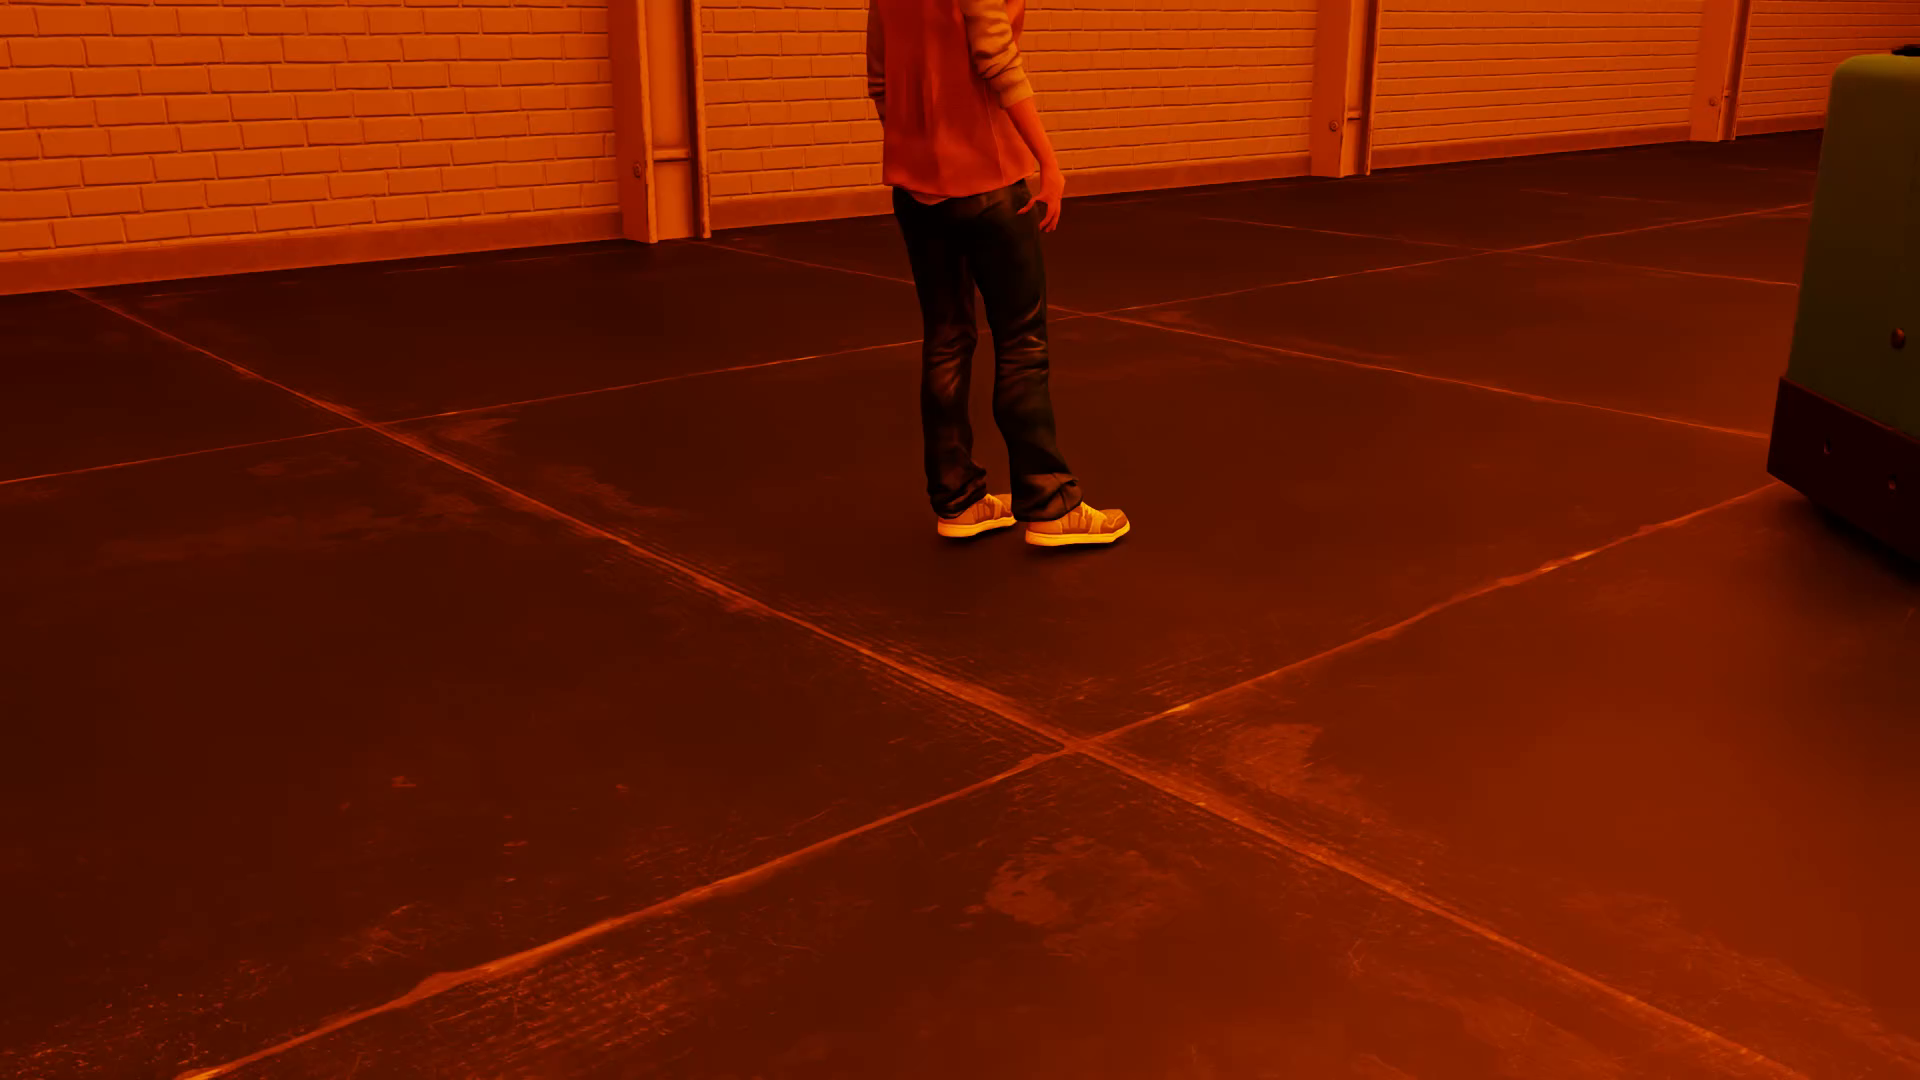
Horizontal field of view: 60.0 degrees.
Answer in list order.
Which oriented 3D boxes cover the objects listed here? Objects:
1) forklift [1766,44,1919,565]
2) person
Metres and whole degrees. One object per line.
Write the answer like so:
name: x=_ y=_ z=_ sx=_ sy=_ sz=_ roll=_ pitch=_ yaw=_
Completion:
forklift: x=3.510 y=-1.352 z=3.262 sx=3.031 sy=2.935 sz=1.130 roll=1 pitch=17 yaw=2
person: x=0.068 y=-0.779 z=3.641 sx=0.476 sy=1.596 sz=0.513 roll=-14 pitch=22 yaw=-38
